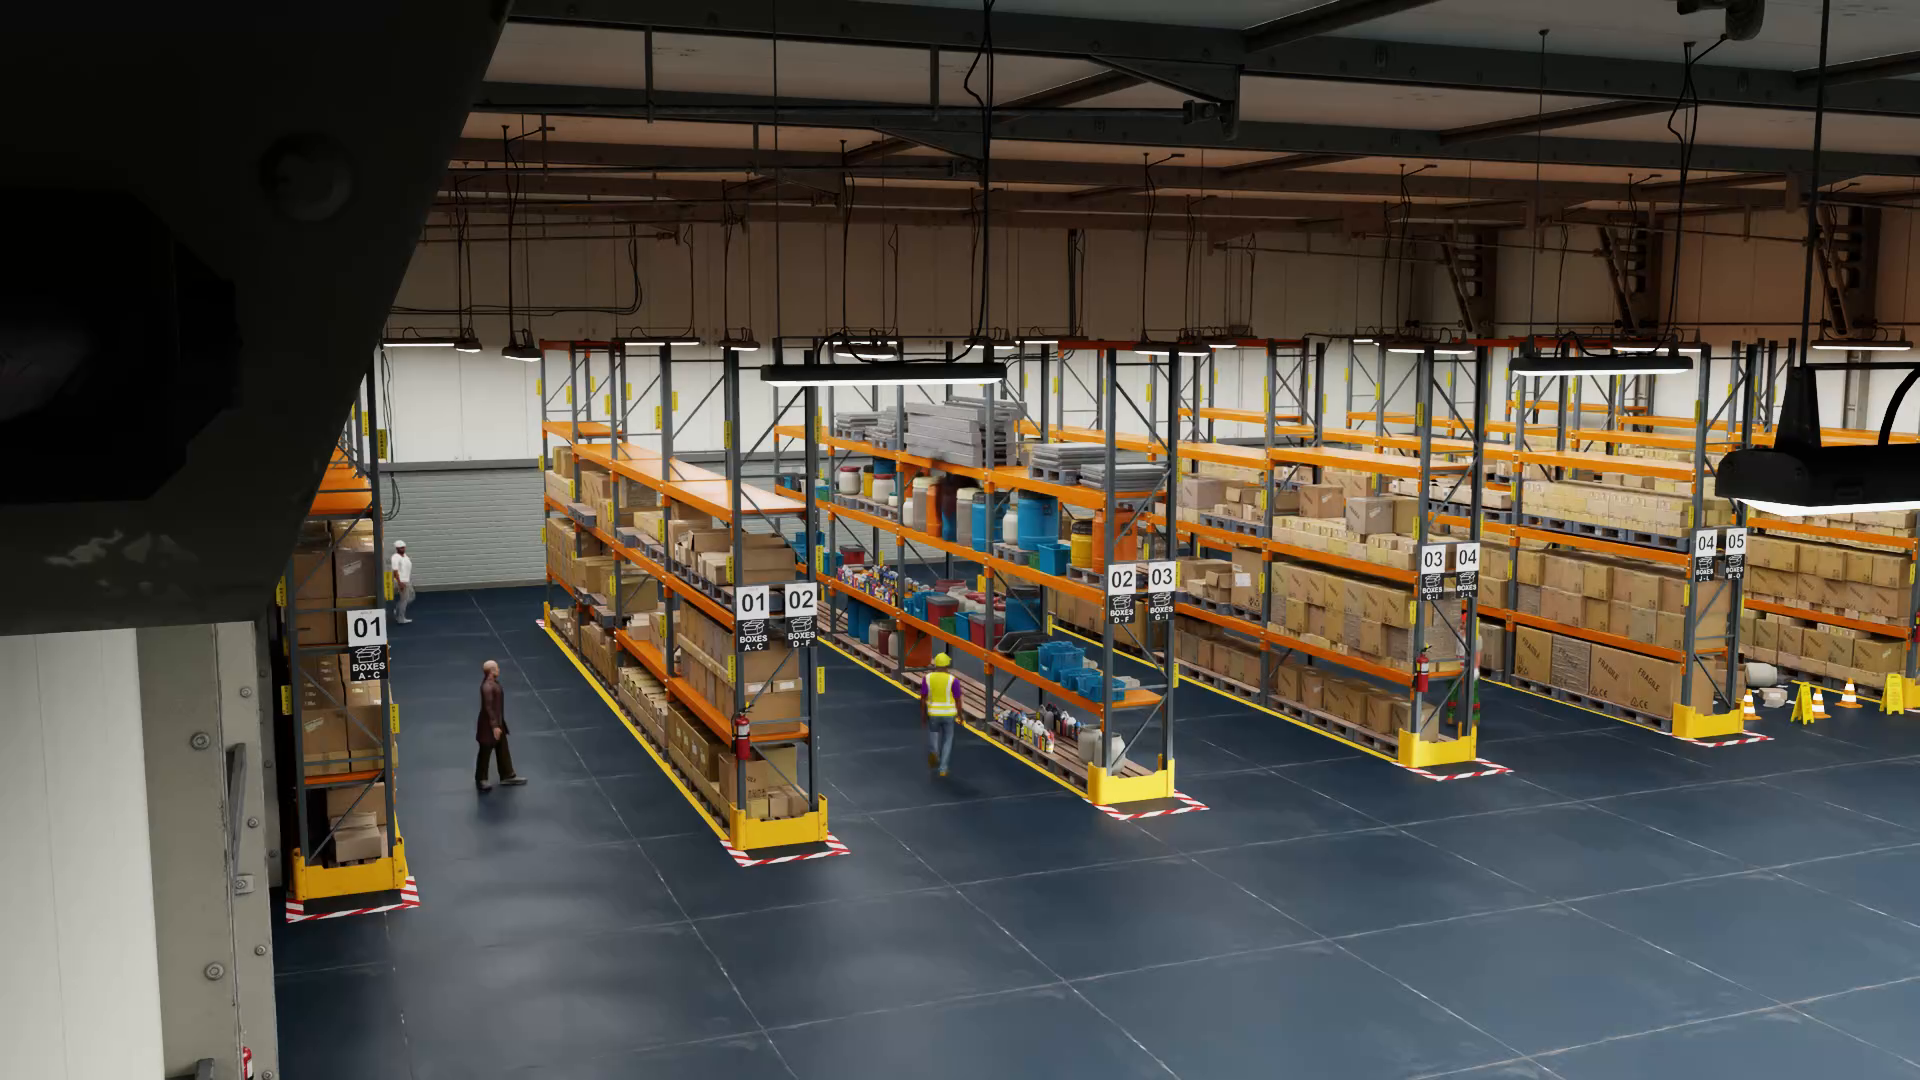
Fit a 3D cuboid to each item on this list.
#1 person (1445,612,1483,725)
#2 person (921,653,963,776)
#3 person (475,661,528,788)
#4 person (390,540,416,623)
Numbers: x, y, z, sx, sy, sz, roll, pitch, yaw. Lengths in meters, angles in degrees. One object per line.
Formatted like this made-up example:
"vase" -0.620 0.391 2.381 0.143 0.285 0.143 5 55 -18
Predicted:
"person" 7.940 2.031 26.264 0.573 1.784 0.474 5 9 31
"person" -0.240 2.399 23.156 0.588 1.721 0.497 2 8 12
"person" -6.339 2.513 22.660 0.658 1.769 0.626 1 7 7
"person" -11.770 0.876 35.116 0.472 1.758 0.591 -2 8 -14
